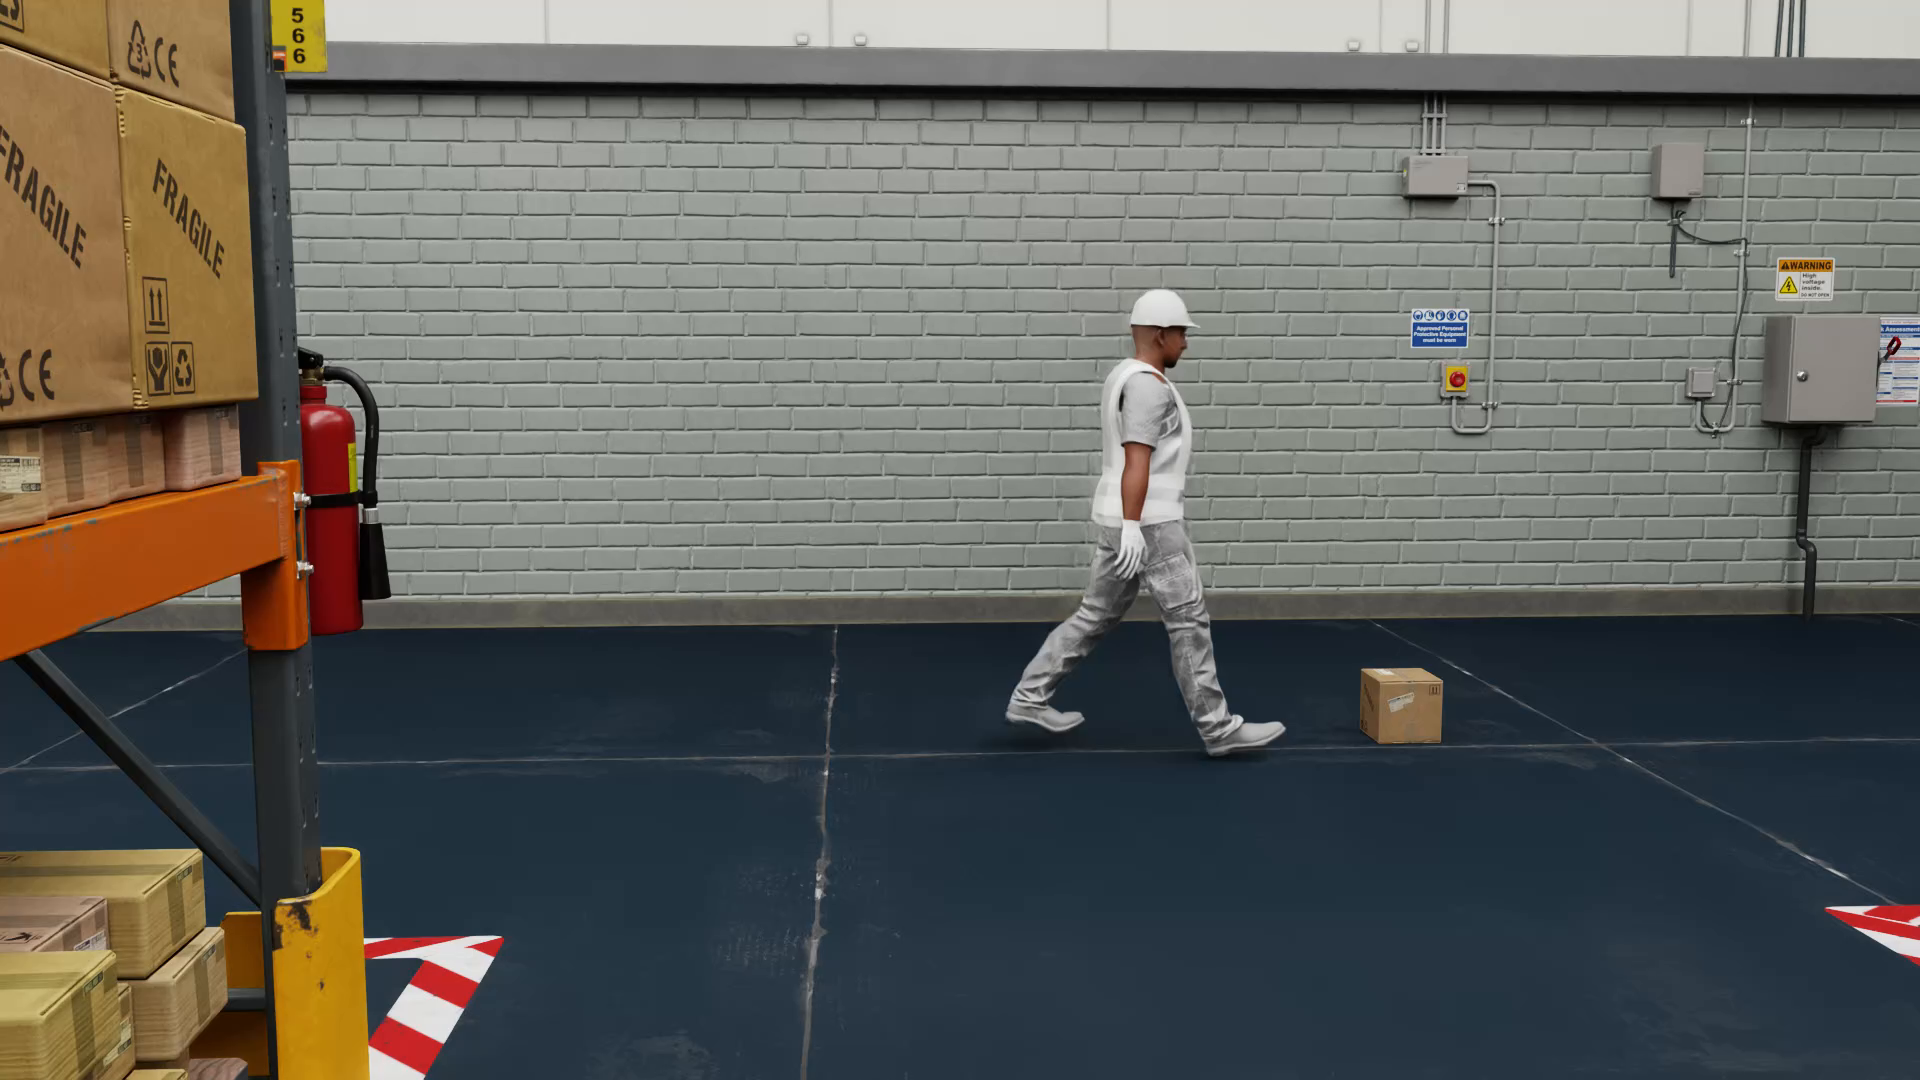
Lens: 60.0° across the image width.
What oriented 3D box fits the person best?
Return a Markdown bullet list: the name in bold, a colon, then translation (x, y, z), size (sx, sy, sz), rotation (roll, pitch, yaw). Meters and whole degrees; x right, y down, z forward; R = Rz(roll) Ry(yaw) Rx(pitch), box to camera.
- **person**: translation (0.709, -0.402, 6.253), size (0.403, 1.066, 0.629), rotation (-1, 7, -5)
